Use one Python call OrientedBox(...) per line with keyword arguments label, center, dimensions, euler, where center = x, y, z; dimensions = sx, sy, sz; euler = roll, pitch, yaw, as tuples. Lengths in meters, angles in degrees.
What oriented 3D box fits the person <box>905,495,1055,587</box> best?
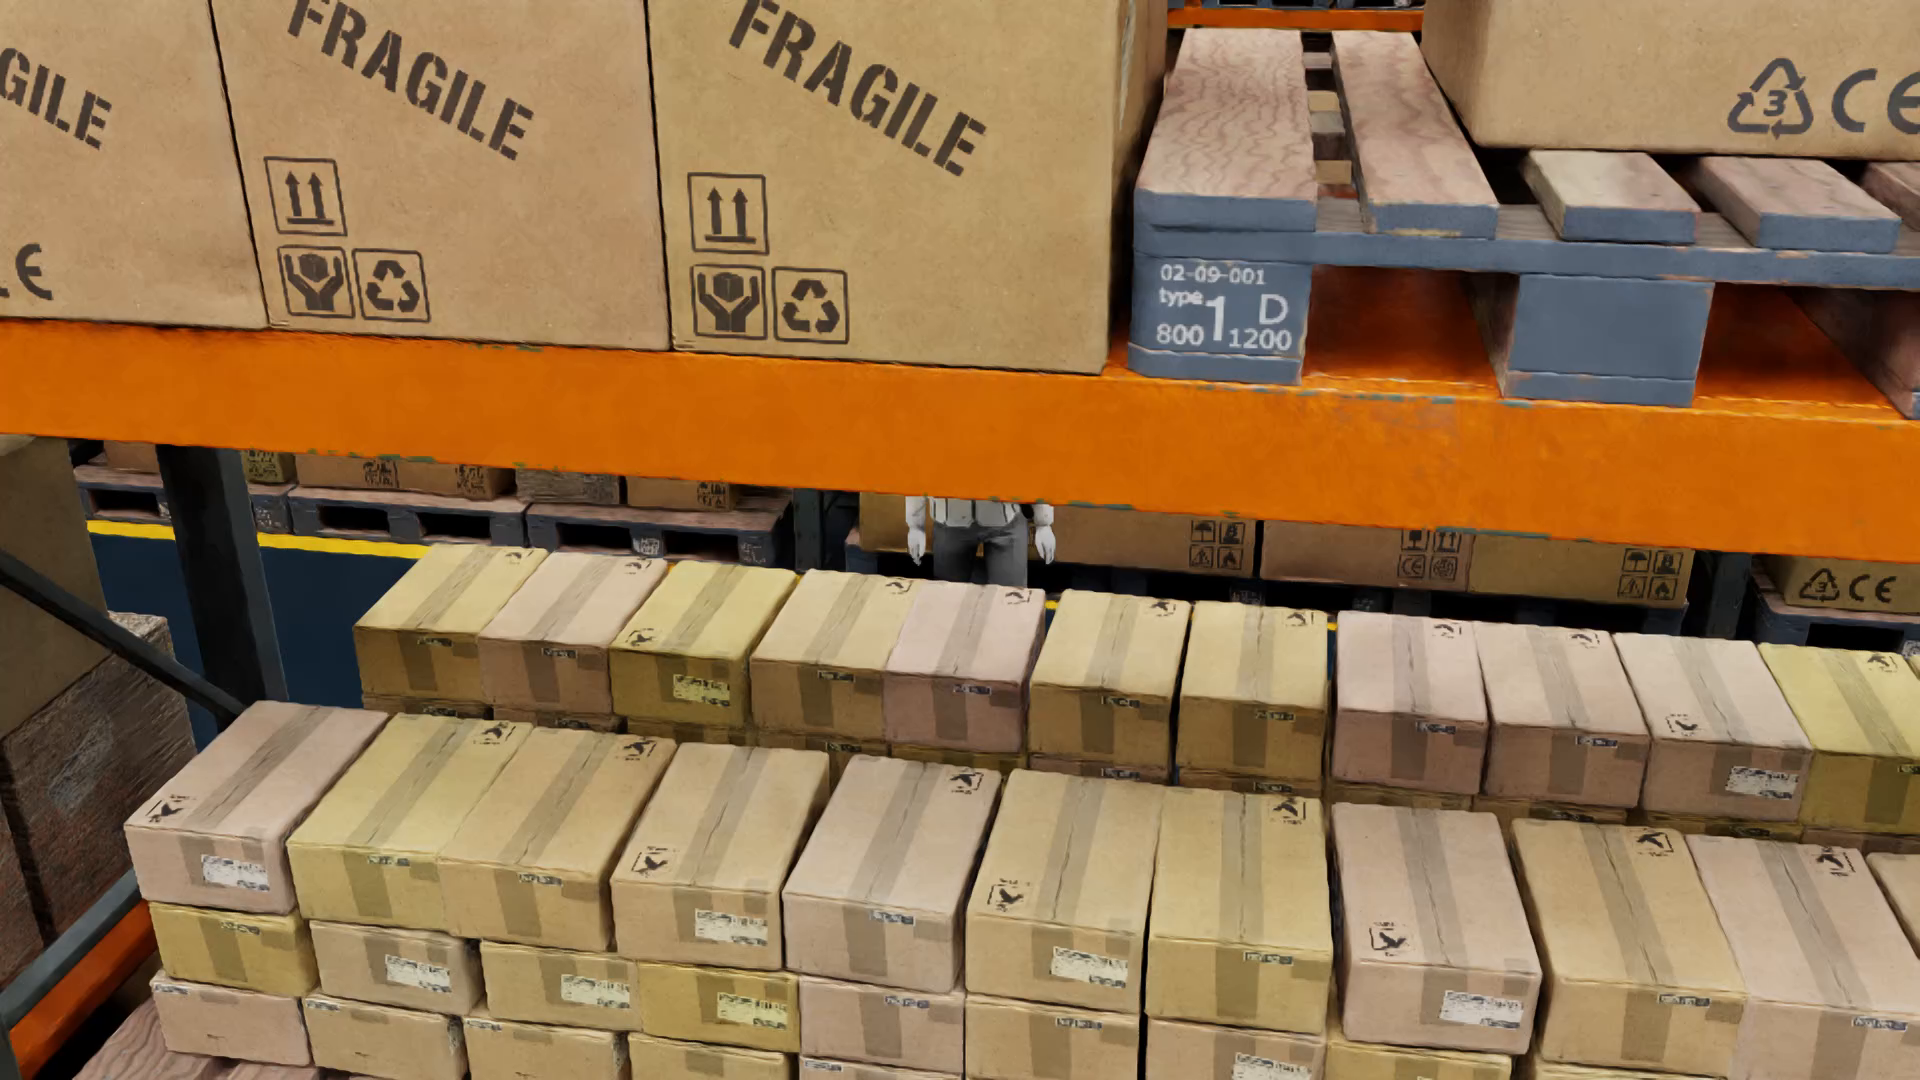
OrientedBox(label="person", center=(0.064, -0.042, 6.131), dimensions=(0.568, 1.672, 0.478), euler=(4, 25, 8))
